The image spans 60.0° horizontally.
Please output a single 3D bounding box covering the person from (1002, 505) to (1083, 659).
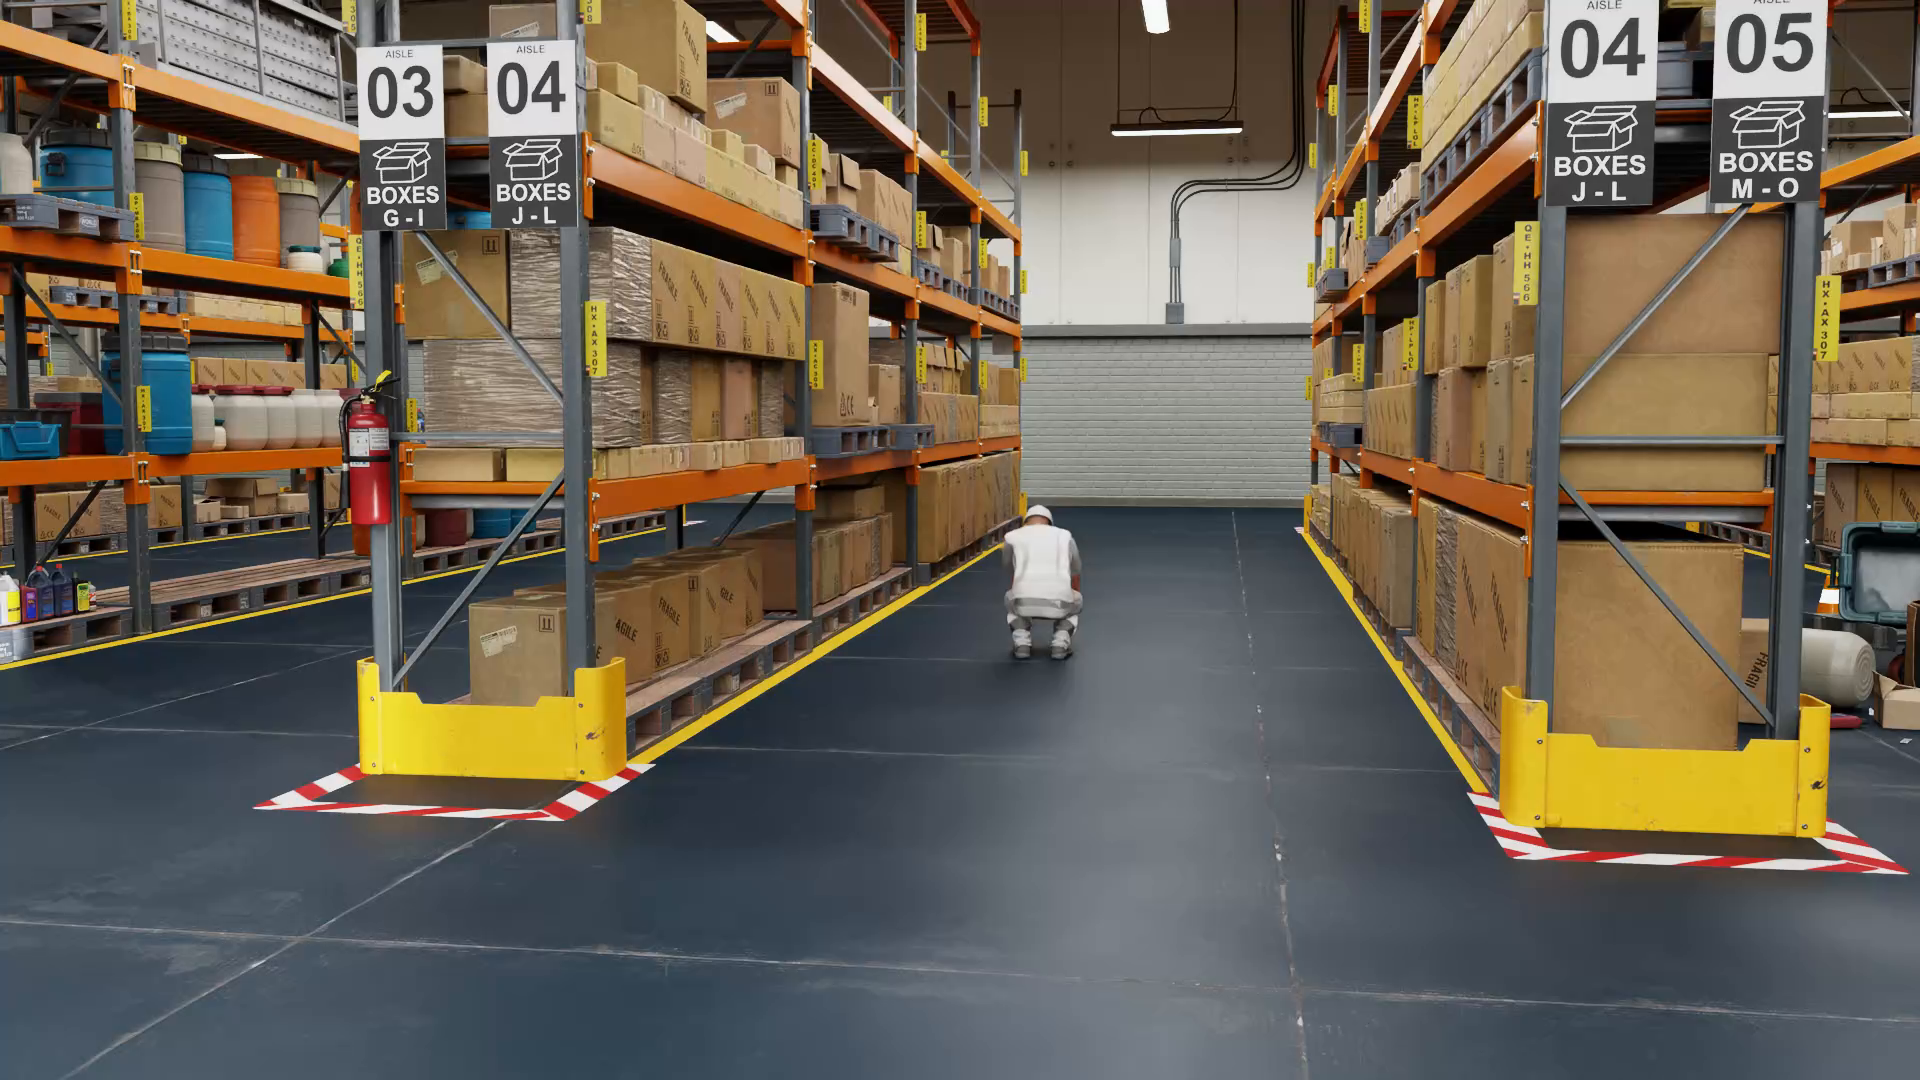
[{"bbox_3d":[0.549,0.272,11.157,0.555,0.990,0.877,1,4,8],"label":"person"}]
